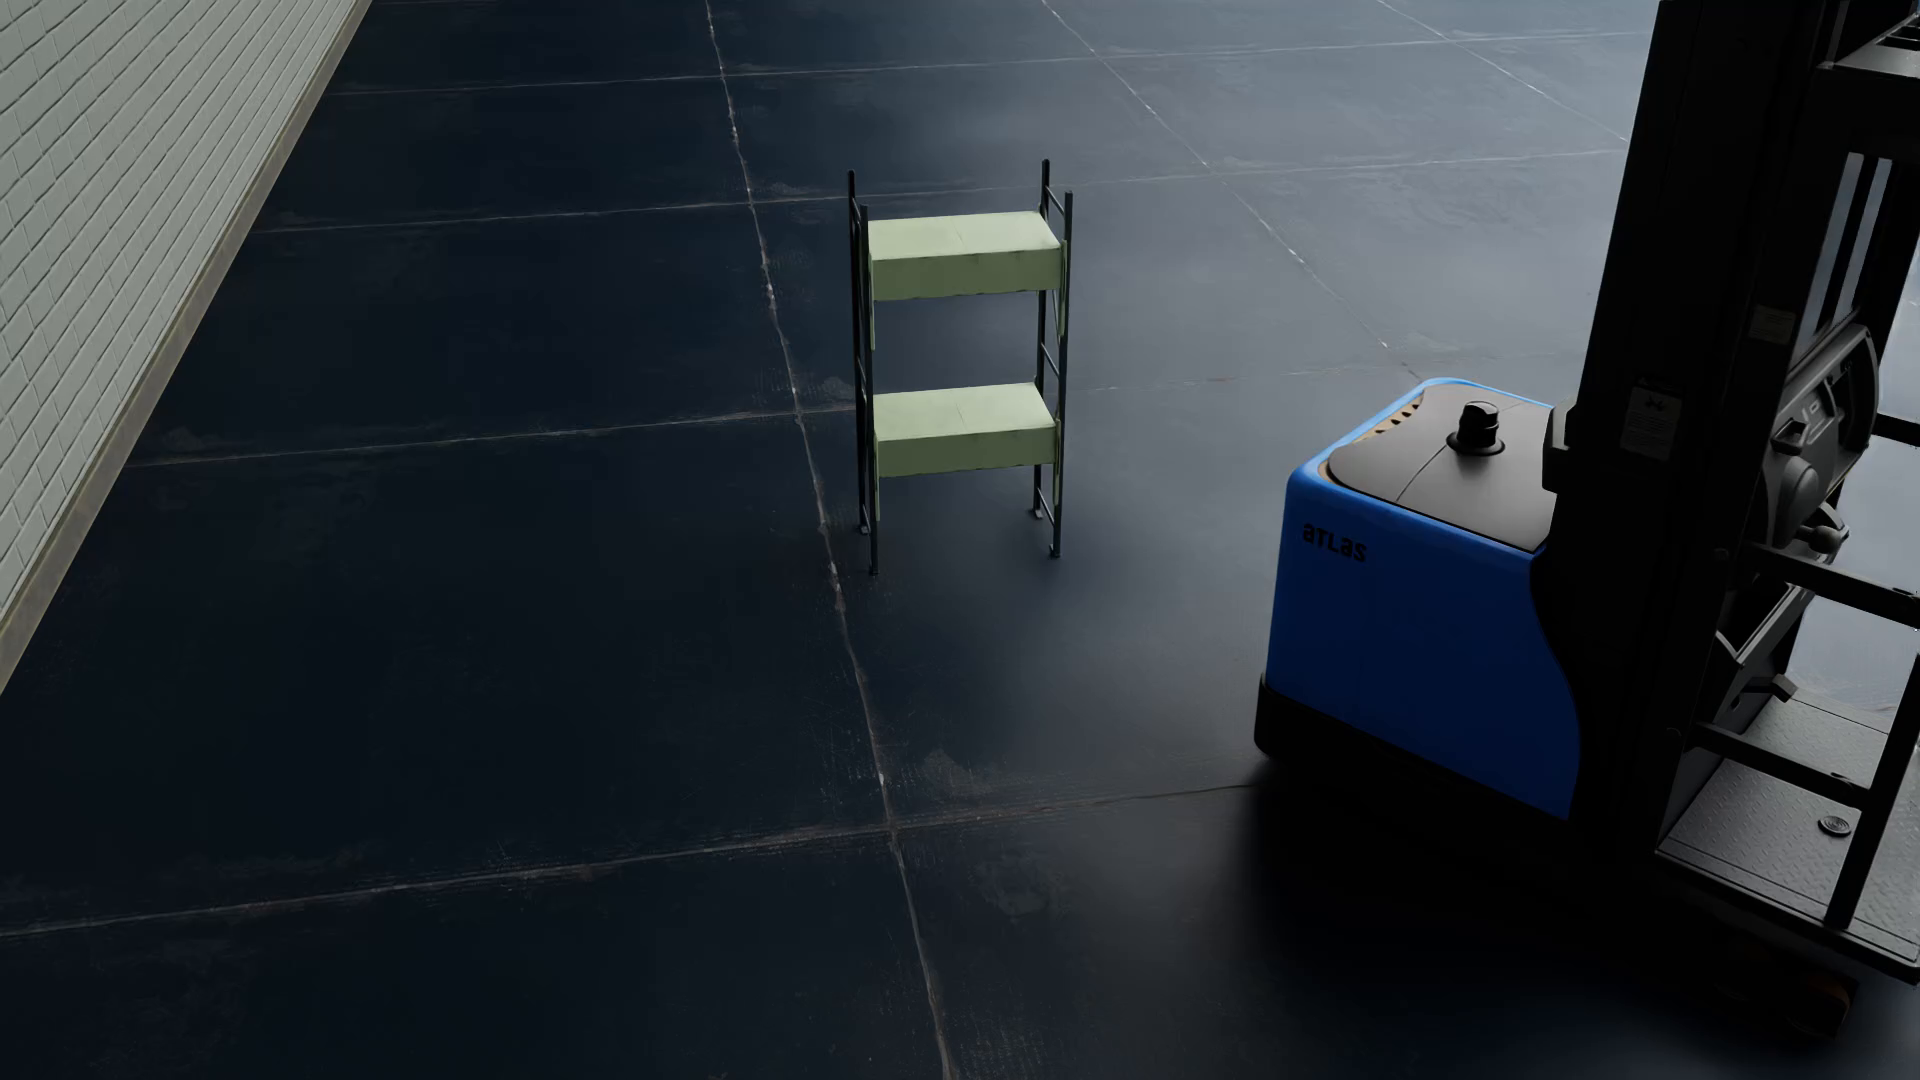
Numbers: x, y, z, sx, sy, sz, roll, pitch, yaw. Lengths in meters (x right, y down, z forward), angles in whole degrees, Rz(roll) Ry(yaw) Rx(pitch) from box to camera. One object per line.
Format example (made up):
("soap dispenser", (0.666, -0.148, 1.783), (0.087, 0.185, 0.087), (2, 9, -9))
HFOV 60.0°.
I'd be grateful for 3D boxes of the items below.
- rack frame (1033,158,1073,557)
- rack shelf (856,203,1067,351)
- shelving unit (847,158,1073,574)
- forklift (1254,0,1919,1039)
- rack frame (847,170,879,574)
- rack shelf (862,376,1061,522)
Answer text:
("rack frame", (0.353, -0.679, 6.426), (0.023, 1.500, 0.400), (-5, 31, -9))
("rack shelf", (-0.007, -0.982, 6.171), (0.720, 0.370, 0.431), (-5, 31, -9))
("shelving unit", (-0.007, -0.646, 6.369), (0.755, 1.500, 0.431), (-5, 31, -9))
("forklift", (2.415, -0.234, 4.256), (3.031, 2.935, 1.130), (24, 38, 34))
("rack frame", (-0.367, -0.612, 6.312), (0.023, 1.500, 0.400), (-5, 31, -9))
("rack shelf", (-0.007, -0.365, 6.534), (0.720, 0.370, 0.431), (-5, 31, -9))
